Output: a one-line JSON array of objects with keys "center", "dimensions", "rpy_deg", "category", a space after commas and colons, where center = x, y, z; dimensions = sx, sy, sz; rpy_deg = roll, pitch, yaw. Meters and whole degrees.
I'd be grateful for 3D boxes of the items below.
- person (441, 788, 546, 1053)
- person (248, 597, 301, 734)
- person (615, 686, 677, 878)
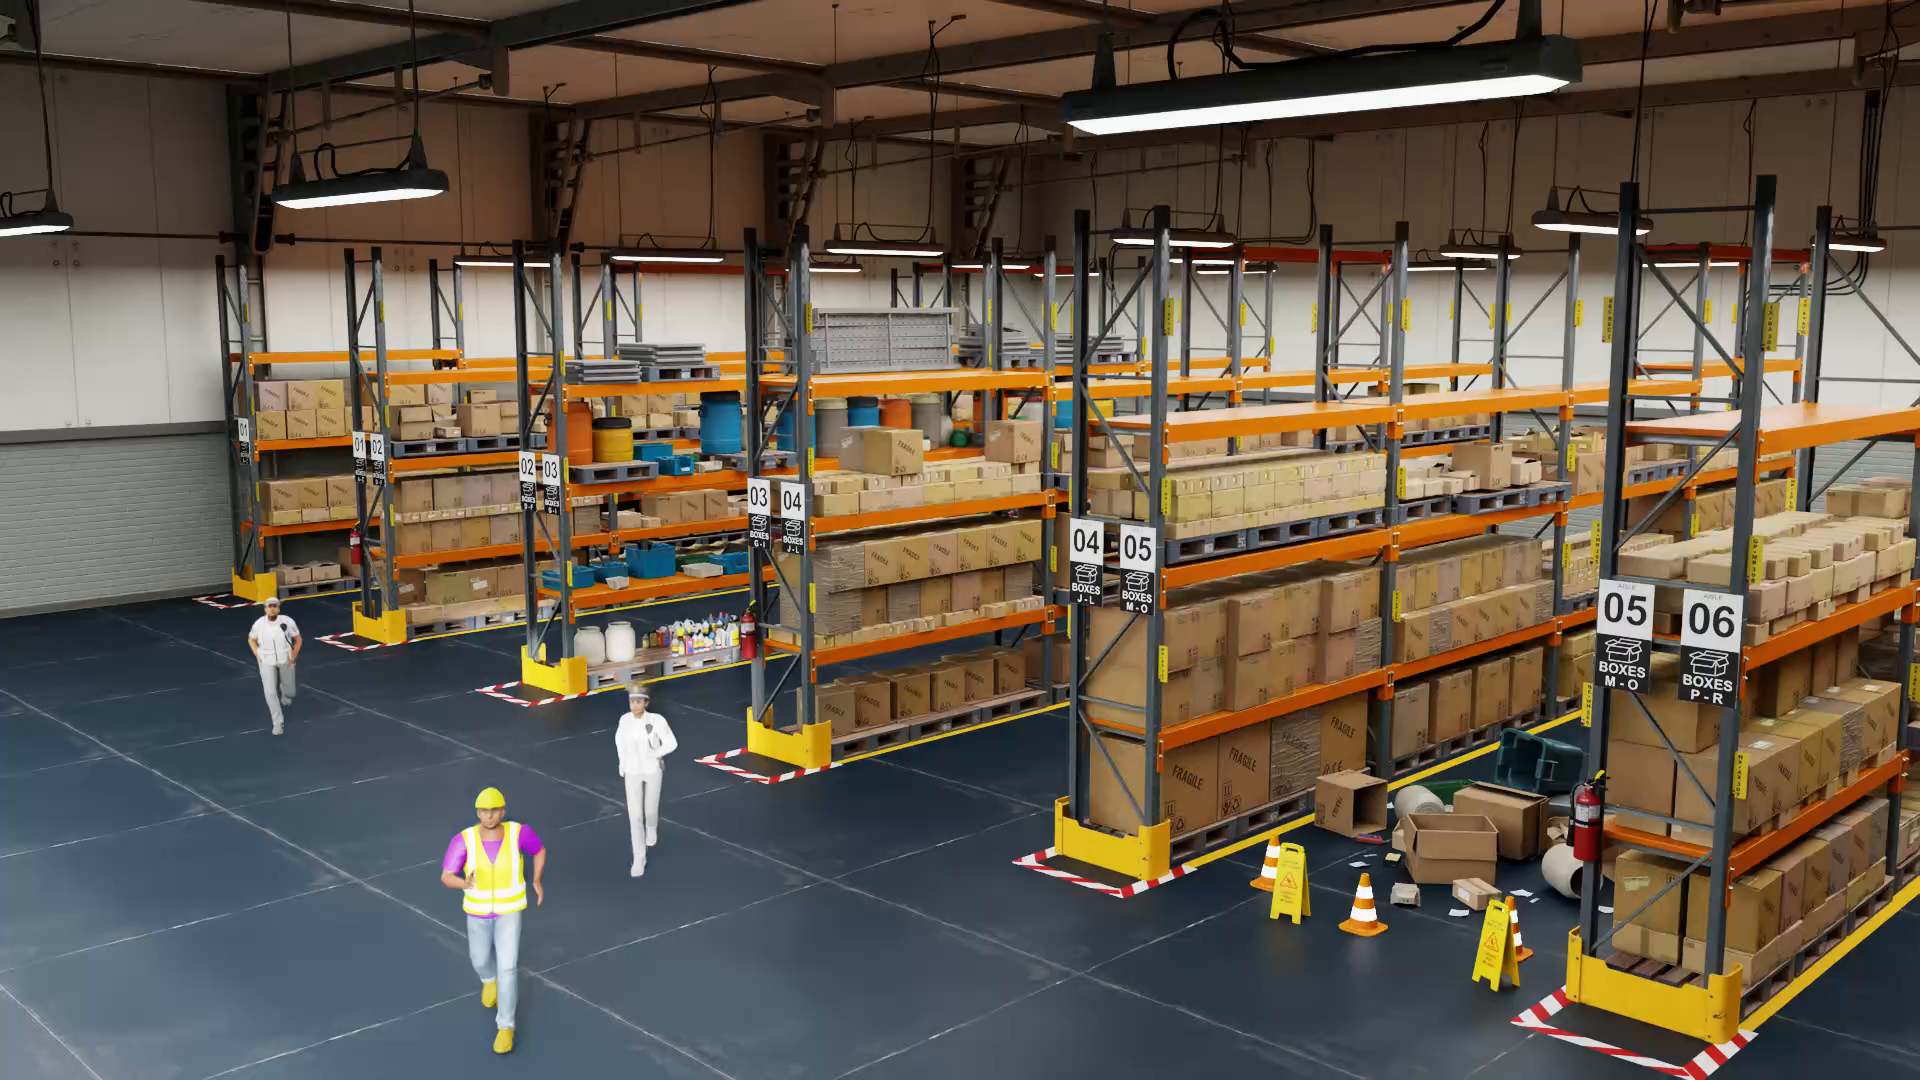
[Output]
[{"center": [-3.296, 2.613, 11.778], "dimensions": [0.703, 1.747, 0.987], "rpy_deg": [-2, 8, -10], "category": "person"}, {"center": [-8.386, 1.508, 20.397], "dimensions": [0.603, 1.645, 0.835], "rpy_deg": [-4, 9, -25], "category": "person"}, {"center": [-2.912, 2.165, 15.401], "dimensions": [0.602, 1.708, 0.863], "rpy_deg": [0, 8, -1], "category": "person"}]
